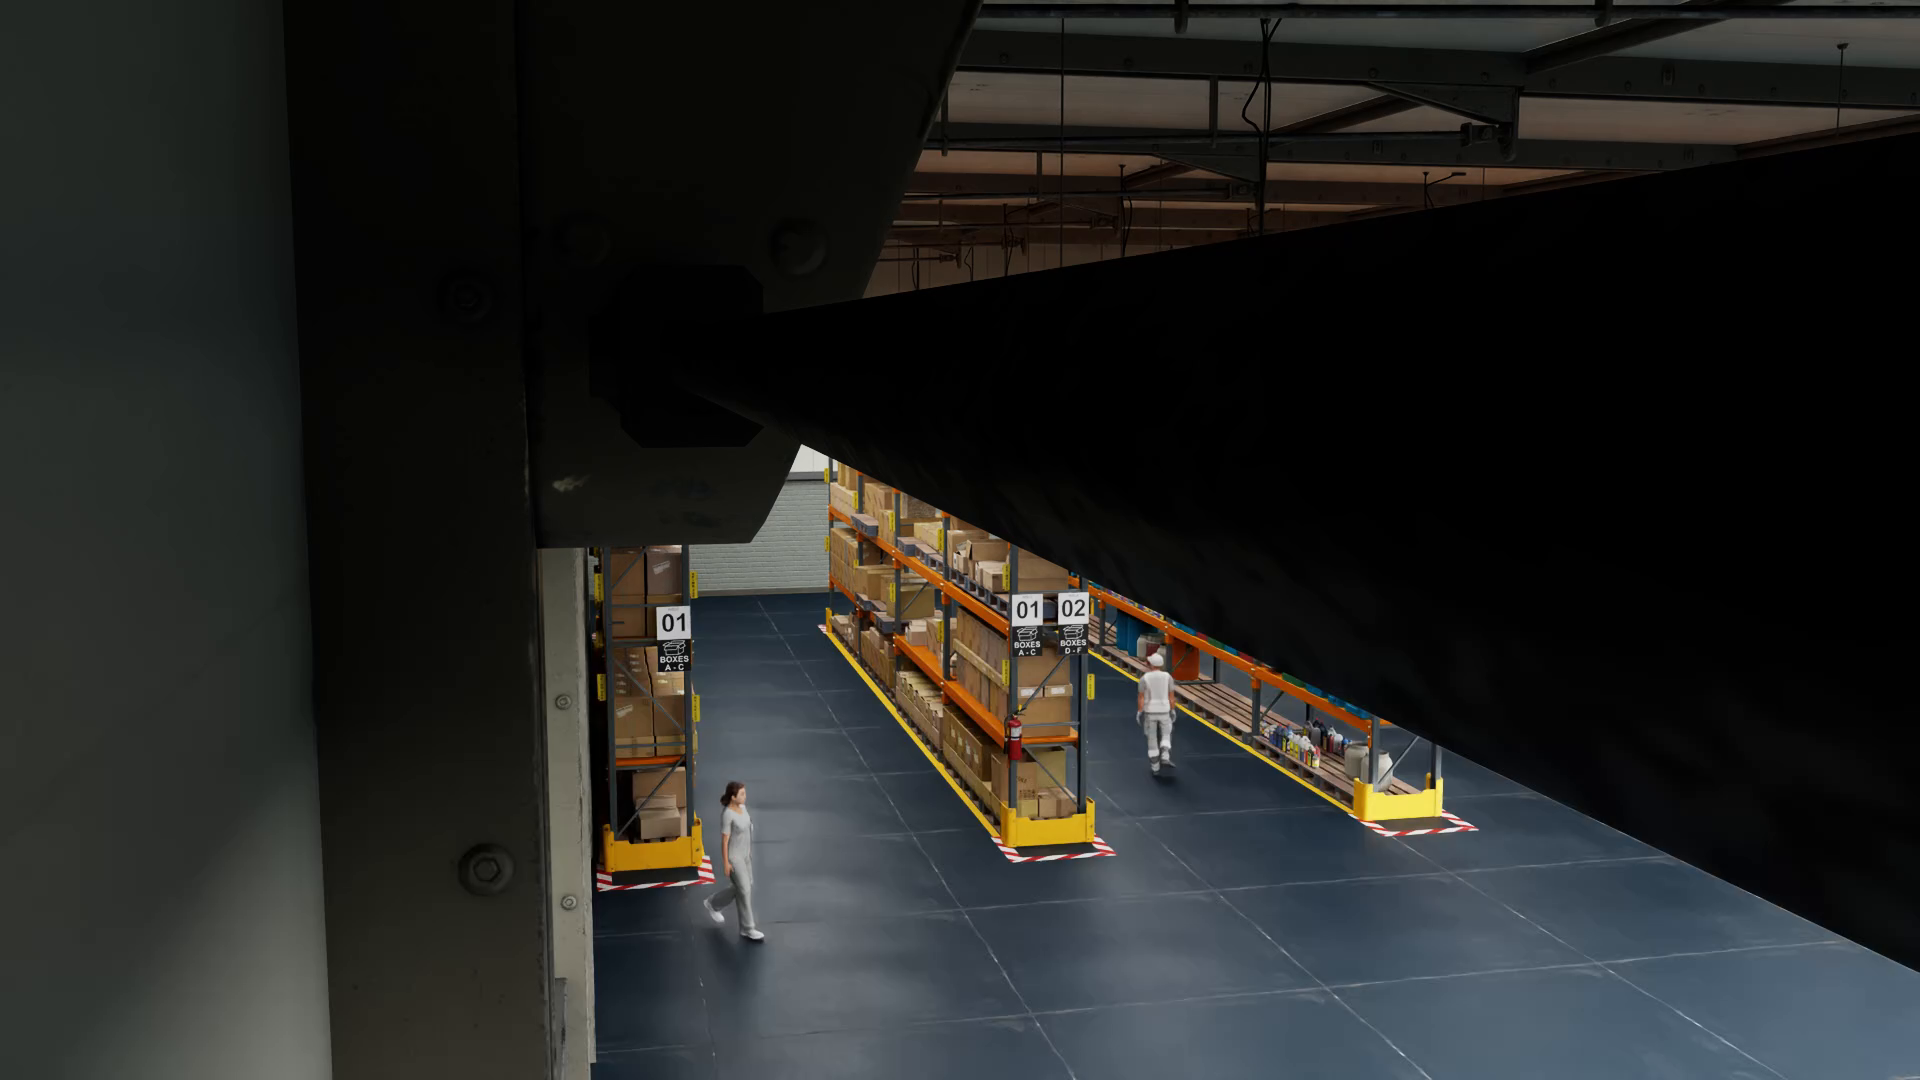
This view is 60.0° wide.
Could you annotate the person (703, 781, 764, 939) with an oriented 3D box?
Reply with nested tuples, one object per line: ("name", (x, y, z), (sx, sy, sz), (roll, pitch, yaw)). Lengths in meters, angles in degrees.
("person", (-2.411, 3.390, 17.825), (0.801, 1.649, 0.498), (3, 7, 22))

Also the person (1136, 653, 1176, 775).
("person", (2.885, 2.550, 24.403), (0.584, 1.781, 0.490), (0, 7, 0))
